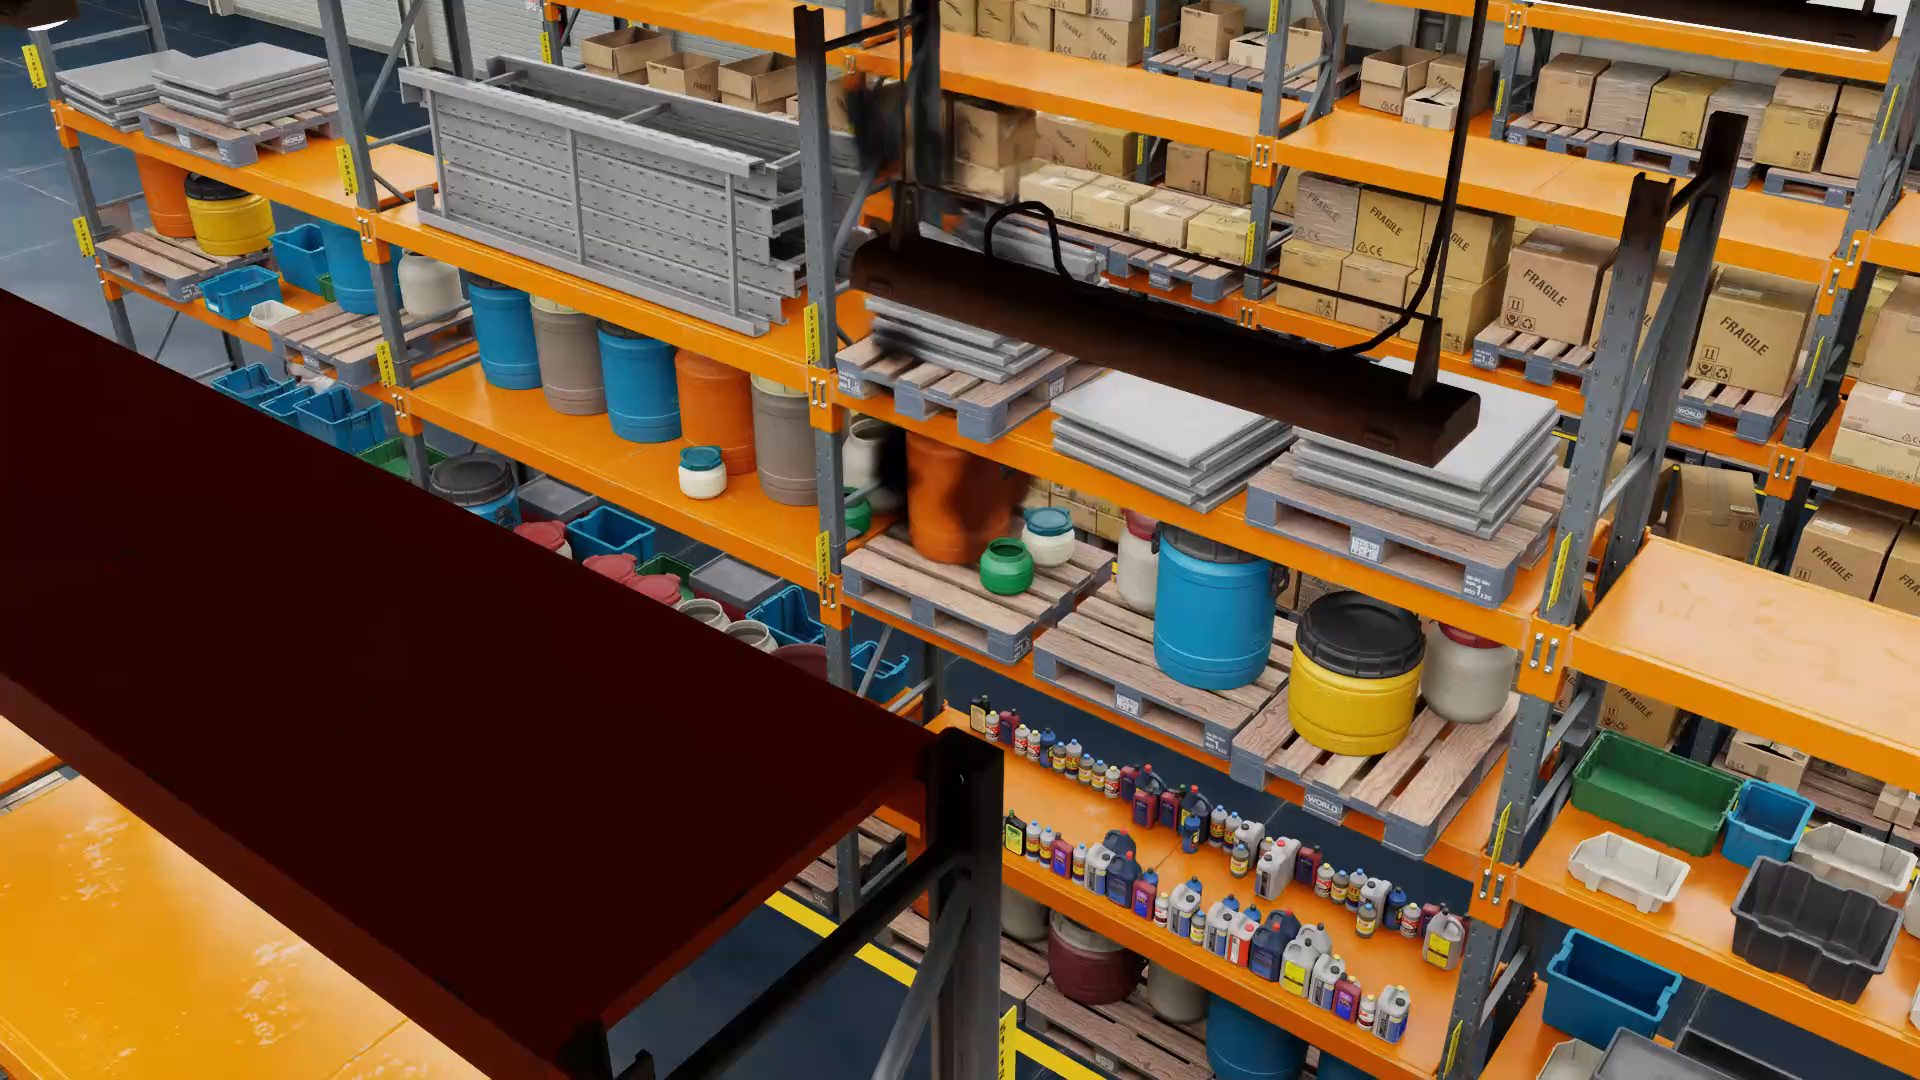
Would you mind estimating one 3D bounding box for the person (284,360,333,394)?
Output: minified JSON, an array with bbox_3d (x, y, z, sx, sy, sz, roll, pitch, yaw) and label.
[{"bbox_3d":[-6.242,-1.461,16.087,0.632,1.685,0.560,1,31,2],"label":"person"}]
